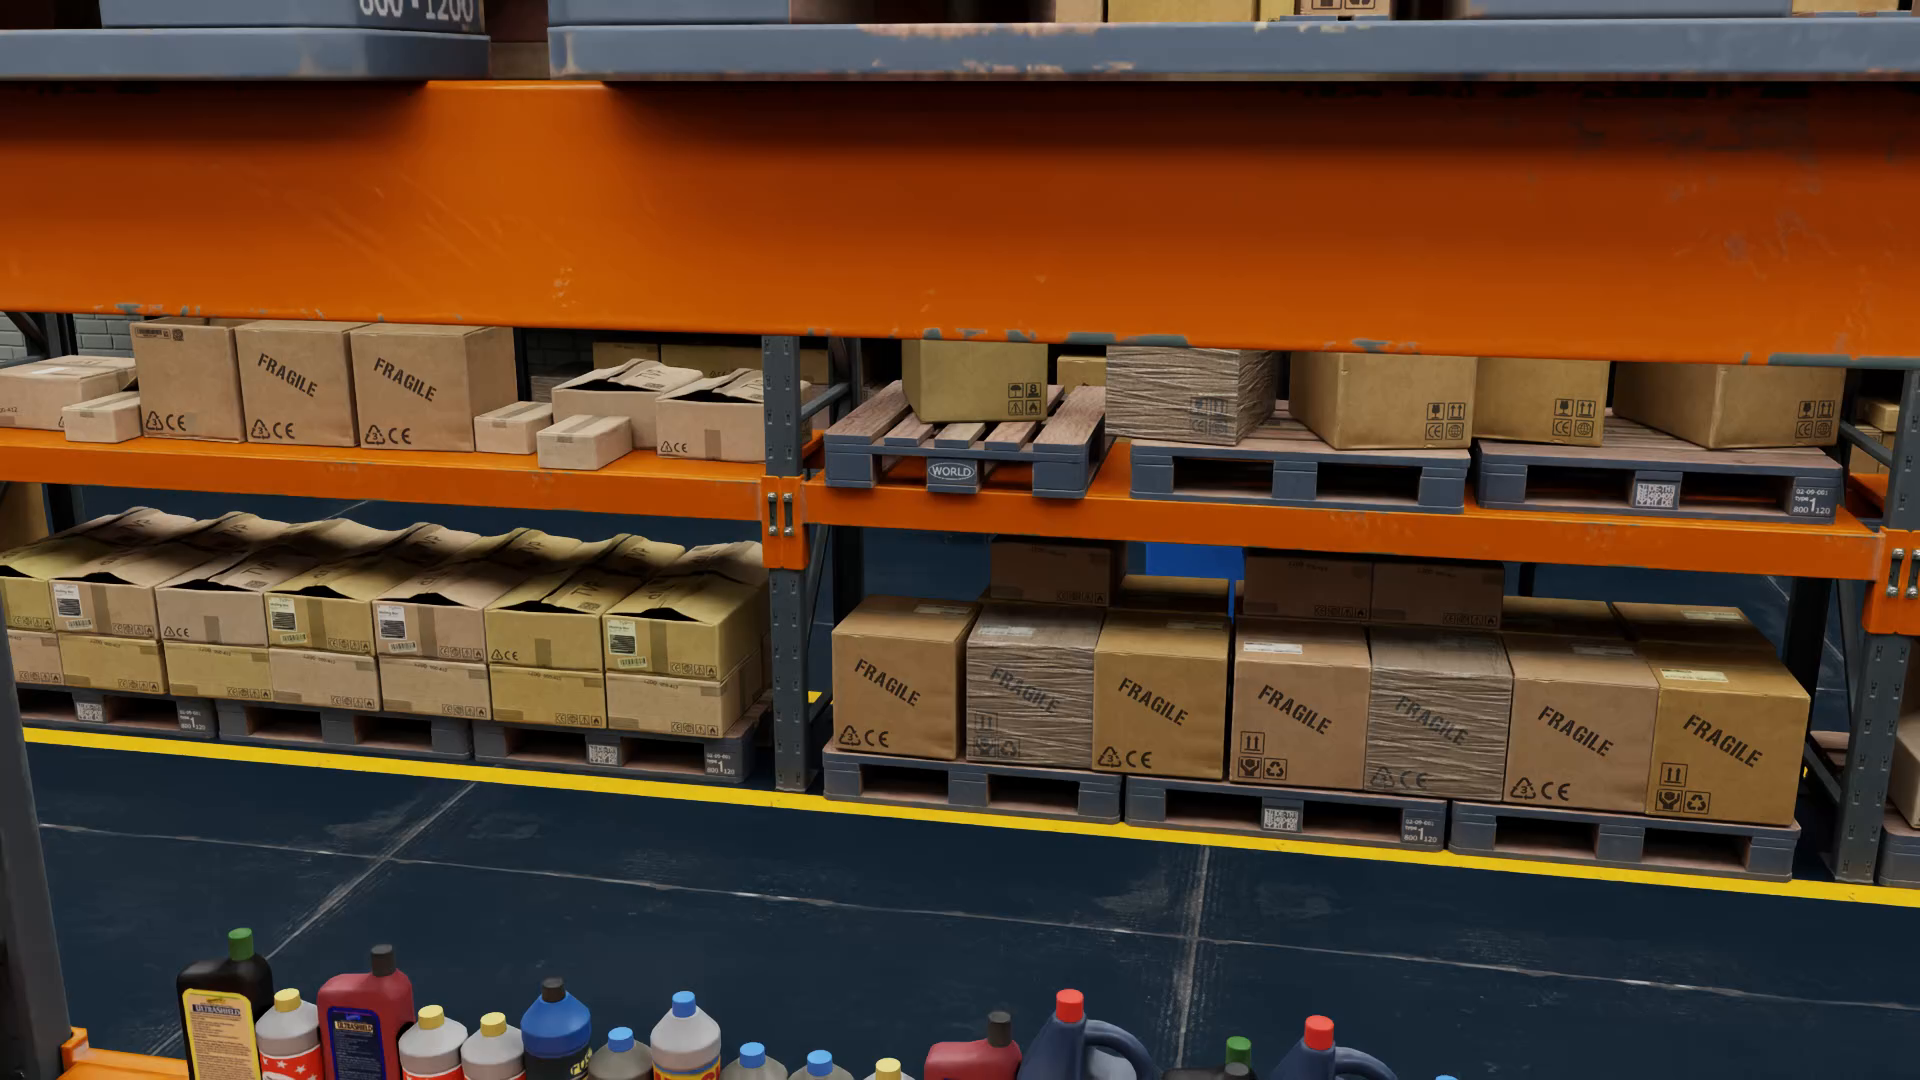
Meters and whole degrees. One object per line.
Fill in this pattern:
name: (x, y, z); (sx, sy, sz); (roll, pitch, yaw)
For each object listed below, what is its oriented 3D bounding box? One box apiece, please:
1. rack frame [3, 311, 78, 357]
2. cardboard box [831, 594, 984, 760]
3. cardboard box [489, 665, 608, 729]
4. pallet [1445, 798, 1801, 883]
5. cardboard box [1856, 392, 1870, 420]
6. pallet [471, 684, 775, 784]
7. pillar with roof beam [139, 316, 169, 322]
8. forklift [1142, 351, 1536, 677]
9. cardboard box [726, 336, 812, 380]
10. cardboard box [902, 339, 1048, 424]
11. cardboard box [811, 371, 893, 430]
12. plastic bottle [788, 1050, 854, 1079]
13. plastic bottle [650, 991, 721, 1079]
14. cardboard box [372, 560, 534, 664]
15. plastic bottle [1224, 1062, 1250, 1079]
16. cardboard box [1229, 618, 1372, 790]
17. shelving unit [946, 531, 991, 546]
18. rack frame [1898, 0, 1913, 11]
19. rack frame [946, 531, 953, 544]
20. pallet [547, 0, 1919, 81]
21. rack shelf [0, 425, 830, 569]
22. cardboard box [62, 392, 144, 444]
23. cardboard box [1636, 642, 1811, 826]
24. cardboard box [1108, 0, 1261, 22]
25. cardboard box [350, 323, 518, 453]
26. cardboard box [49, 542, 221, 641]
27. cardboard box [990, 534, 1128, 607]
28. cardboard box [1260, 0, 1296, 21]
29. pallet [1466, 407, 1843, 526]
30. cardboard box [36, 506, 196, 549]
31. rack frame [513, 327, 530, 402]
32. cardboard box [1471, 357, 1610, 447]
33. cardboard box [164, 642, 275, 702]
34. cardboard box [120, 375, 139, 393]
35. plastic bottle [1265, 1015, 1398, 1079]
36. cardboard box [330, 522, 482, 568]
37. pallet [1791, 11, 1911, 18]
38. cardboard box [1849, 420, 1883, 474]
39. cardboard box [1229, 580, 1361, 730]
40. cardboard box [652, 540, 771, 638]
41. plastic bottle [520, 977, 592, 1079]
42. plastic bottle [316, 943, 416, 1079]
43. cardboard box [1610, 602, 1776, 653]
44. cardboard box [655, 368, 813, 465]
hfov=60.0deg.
rack frame: (-7.448, -2.267, 13.057); (0.127, 3.000, 1.000); (3, 16, 11)
cardboard box: (-0.203, 0.546, 6.760); (0.500, 0.500, 0.500); (4, 16, 13)
cardboard box: (-1.662, 0.587, 7.119); (0.500, 0.250, 0.500); (3, 16, 10)
pallet: (2.523, 0.978, 6.567); (1.213, 0.211, 1.003); (3, 16, 11)
cardboard box: (5.696, -0.891, 10.769); (0.250, 0.149, 0.380); (3, 16, 9)
pallet: (-1.391, 0.744, 7.409); (1.213, 0.211, 1.003); (3, 16, 11)
pillar with roof beam: (-7.448, -4.221, 8.873); (0.400, 9.000, 9.100); (3, 16, 11)
forklift: (1.973, -0.628, 7.267); (1.130, 2.935, 3.031); (-6, 17, -21)
cardboard box: (-1.376, -1.308, 12.048); (0.500, 0.250, 0.500); (3, 16, 11)
cardboard box: (0.047, -0.792, 6.758); (0.500, 0.500, 0.700); (-2, 16, -8)
cardboard box: (-0.806, -0.931, 12.094); (0.500, 0.500, 0.700); (3, 16, 11)
plastic bottle: (-0.194, 0.810, 2.321); (0.097, 0.201, 0.097); (0, 15, 0)
plastic bottle: (-0.384, 0.766, 2.349); (0.097, 0.271, 0.097); (0, 15, 0)
cardboard box: (-2.159, 0.290, 7.139); (0.500, 0.311, 0.500); (3, 16, 11)
plastic bottle: (0.318, 0.810, 2.168); (0.133, 0.283, 0.061); (3, 16, 11)
cardboard box: (1.314, 0.627, 6.468); (0.500, 0.500, 0.500); (3, 16, 9)
shelving unit: (0.052, -0.503, 10.342); (0.252, 1.050, 0.215); (3, 16, 11)
rack frame: (3.327, -3.224, 5.273); (0.127, 3.000, 1.000); (3, 16, 11)
rack frame: (-0.067, -0.510, 10.365); (0.008, 1.050, 0.200); (3, 16, 11)
pallet: (0.437, -0.467, 1.295); (1.213, 0.211, 1.003); (3, 16, 11)
rack shelf: (-2.552, -0.305, 7.322); (4.000, 0.370, 1.077); (3, 16, 11)
cardboard box: (-3.685, -0.537, 7.281); (0.250, 0.149, 0.380); (3, 16, 11)
cardboard box: (2.787, 0.709, 6.173); (0.500, 0.500, 0.500); (3, 16, 11)
cardboard box: (0.851, -1.970, 6.179); (0.500, 0.500, 0.910); (3, 16, 11)
cardboard box: (-2.240, -0.679, 7.136); (0.500, 0.500, 0.500); (2, 16, 8)
cardboard box: (-3.667, 0.209, 7.431); (0.500, 0.311, 0.500); (3, 16, 10)
cardboard box: (0.427, 0.076, 7.052); (0.500, 0.250, 0.500); (4, 16, 13)
cardboard box: (1.947, -3.489, 10.839); (0.500, 0.500, 0.700); (4, 16, 14)
pallet: (2.566, -0.311, 6.356); (1.213, 0.211, 1.003); (3, 16, 11)
cardboard box: (-4.058, 0.041, 8.039); (0.500, 0.311, 0.500); (3, 16, 11)
rack frame: (-3.529, -2.054, 12.289); (0.127, 3.000, 1.000); (3, 16, 11)
cardboard box: (2.221, -0.687, 6.379); (0.500, 0.500, 0.700); (6, 16, 20)
cardboard box: (-3.157, 0.505, 7.414); (0.500, 0.250, 0.500); (3, 16, 9)
cardboard box: (-3.614, -0.695, 7.633); (0.258, 0.266, 0.396); (3, 16, 10)
plastic bottle: (0.478, 0.781, 2.146); (0.185, 0.351, 0.144); (3, 16, 11)
cardboard box: (-2.567, 0.122, 7.747); (0.500, 0.311, 0.500); (3, 16, 10)
pallet: (2.702, -1.741, 5.890); (1.003, 0.211, 1.213); (3, 16, 11)
cardboard box: (5.515, -0.532, 10.690); (0.500, 0.500, 0.700); (3, 16, 11)
cardboard box: (1.394, 0.489, 6.964); (0.500, 0.500, 0.500); (3, 16, 9)
cardboard box: (-1.047, 0.202, 7.456); (0.500, 0.311, 0.500); (4, 16, 13)
plastic bottle: (-0.575, 0.756, 2.386); (0.097, 0.271, 0.097); (0, 15, 0)
plastic bottle: (-0.875, 0.729, 2.461); (0.133, 0.283, 0.061); (3, 16, 11)
cardboard box: (2.902, 0.570, 6.672); (0.500, 0.500, 0.500); (2, 16, 9)
cardboard box: (-0.940, -0.533, 6.965); (0.500, 0.311, 0.500); (4, 16, 15)
